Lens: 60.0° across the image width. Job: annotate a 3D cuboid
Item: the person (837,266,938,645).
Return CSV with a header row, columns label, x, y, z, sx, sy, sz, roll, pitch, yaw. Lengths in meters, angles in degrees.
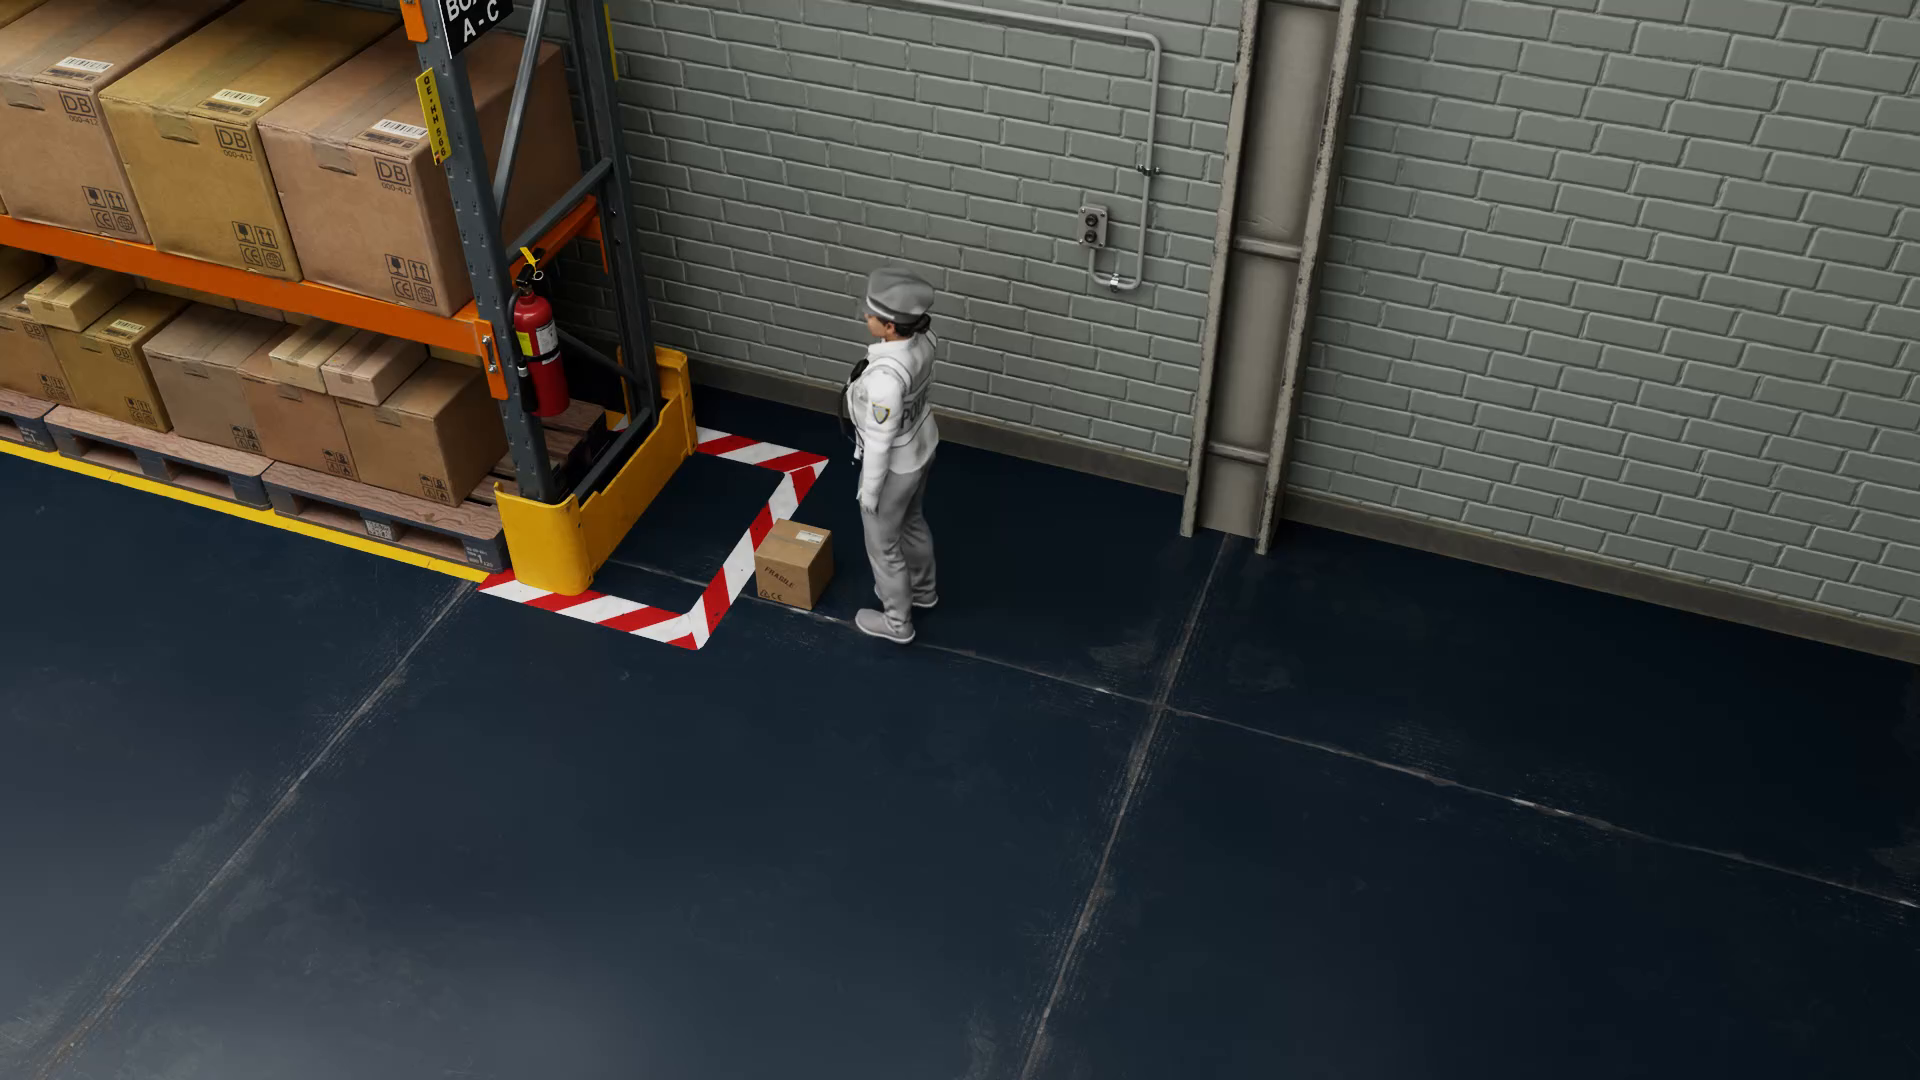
label,x,y,z,sx,sy,sz,roll,pitch,yaw
person,-0.260,-0.315,6.500,0.335,1.685,0.472,14,44,15
